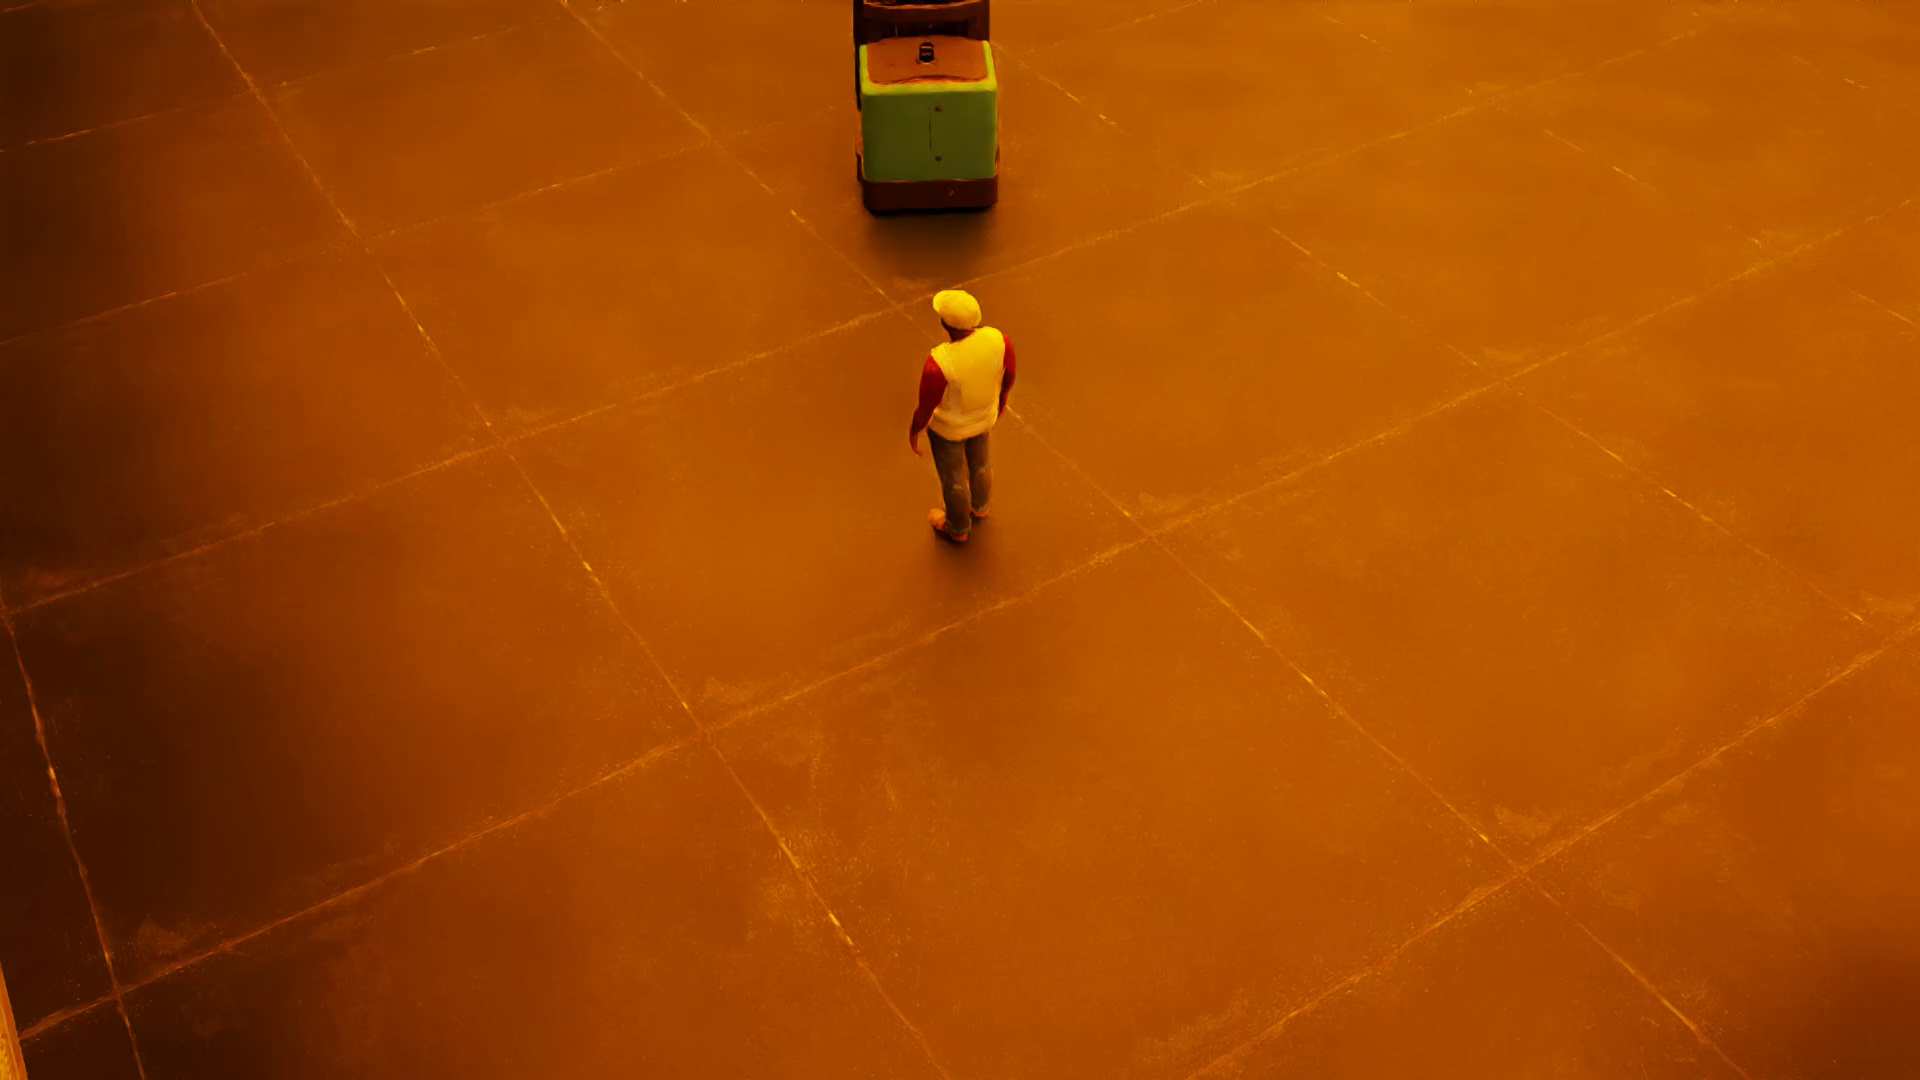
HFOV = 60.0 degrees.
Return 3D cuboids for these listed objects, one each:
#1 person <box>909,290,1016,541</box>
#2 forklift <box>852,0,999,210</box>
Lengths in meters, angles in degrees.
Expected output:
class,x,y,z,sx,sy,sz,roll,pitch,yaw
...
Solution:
class,x,y,z,sx,sy,sz,roll,pitch,yaw
person,-0.033,-0.741,9.533,0.665,1.766,0.576,-23,46,-24
forklift,-0.326,-4.629,13.168,1.130,2.935,3.031,-3,41,-3
